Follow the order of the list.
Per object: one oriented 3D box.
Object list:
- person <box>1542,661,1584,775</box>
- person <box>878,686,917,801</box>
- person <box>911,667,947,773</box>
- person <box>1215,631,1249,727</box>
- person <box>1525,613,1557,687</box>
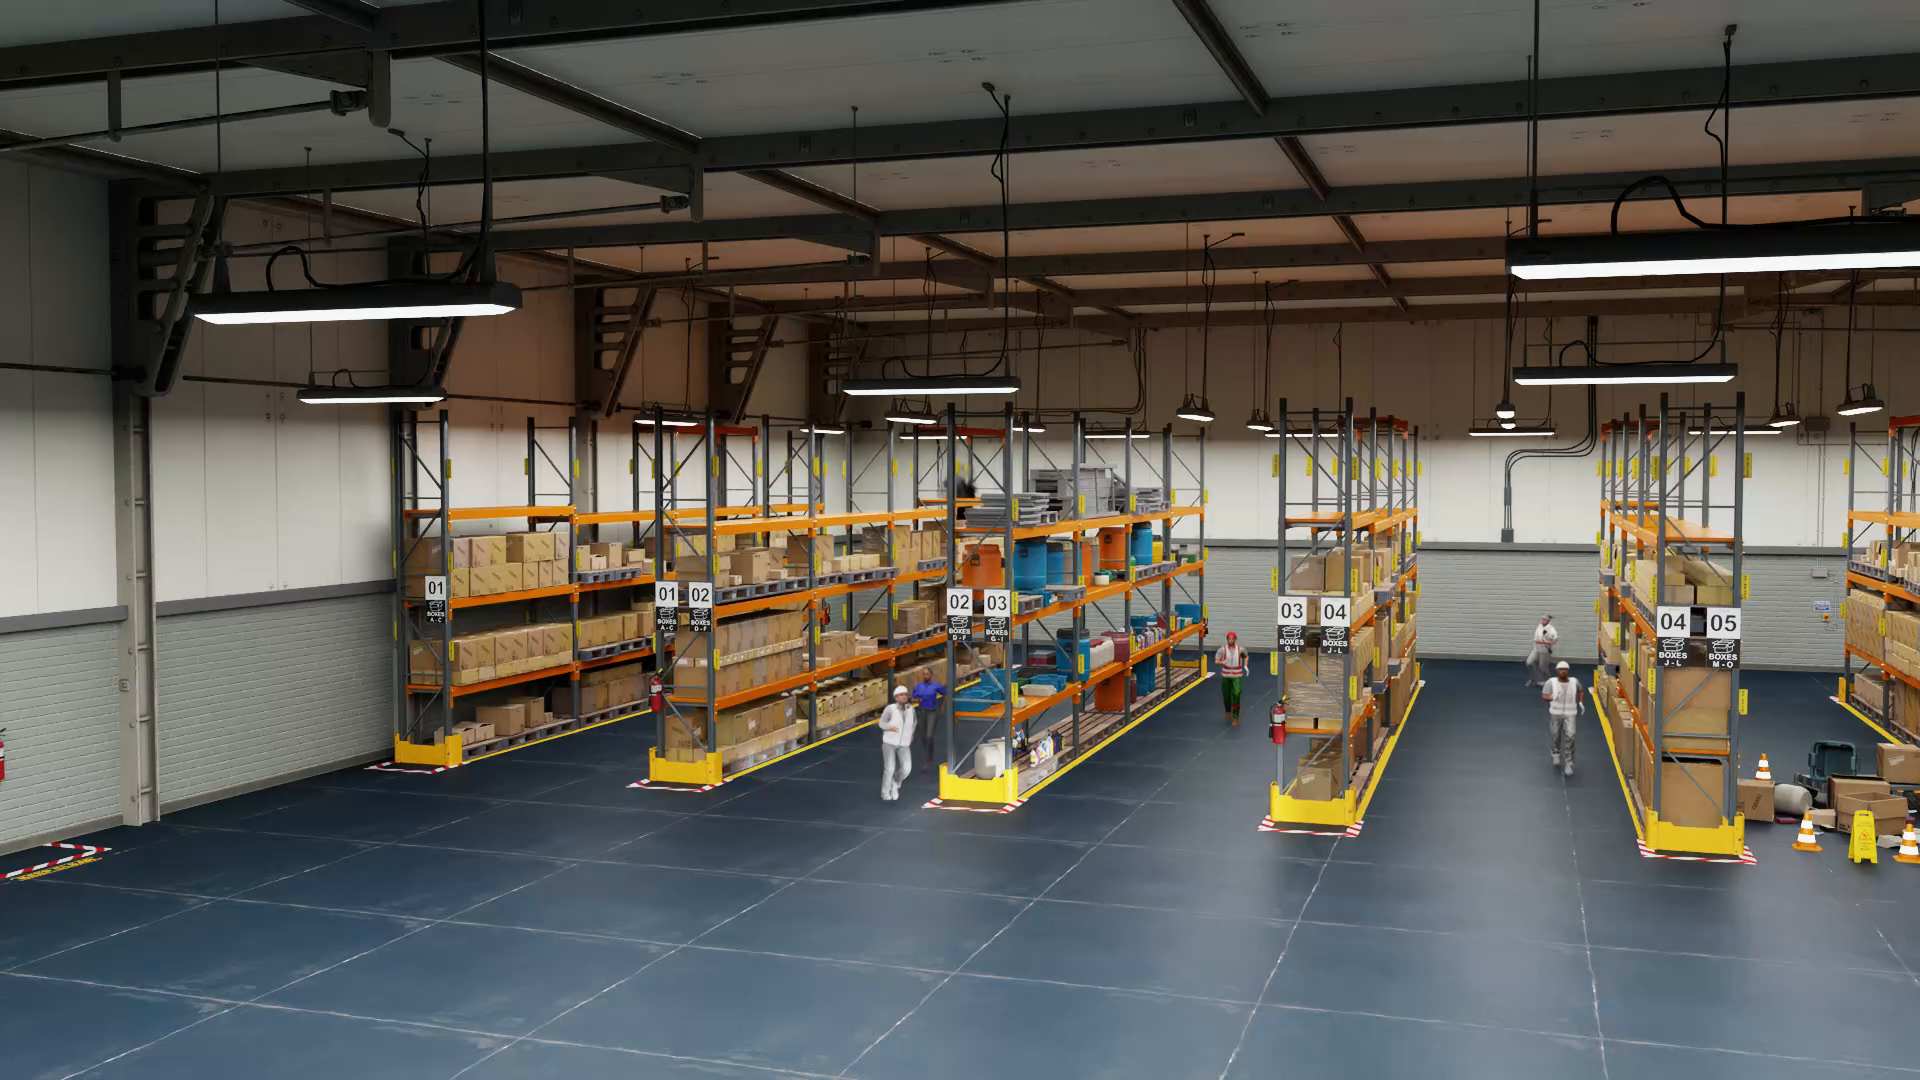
[{"bbox_3d":[9.970,2.909,27.496,0.672,1.814,0.903,1,3,17],"label":"person"},{"bbox_3d":[-0.892,3.062,24.991,0.669,1.740,0.639,-1,3,-19],"label":"person"},{"bbox_3d":[-0.531,2.970,27.780,0.559,1.692,0.856,1,3,18],"label":"person"},{"bbox_3d":[5.312,2.688,32.502,0.656,1.808,0.927,0,2,11],"label":"person"},{"bbox_3d":[13.309,2.530,37.976,0.678,1.758,0.771,-1,3,-28],"label":"person"}]
